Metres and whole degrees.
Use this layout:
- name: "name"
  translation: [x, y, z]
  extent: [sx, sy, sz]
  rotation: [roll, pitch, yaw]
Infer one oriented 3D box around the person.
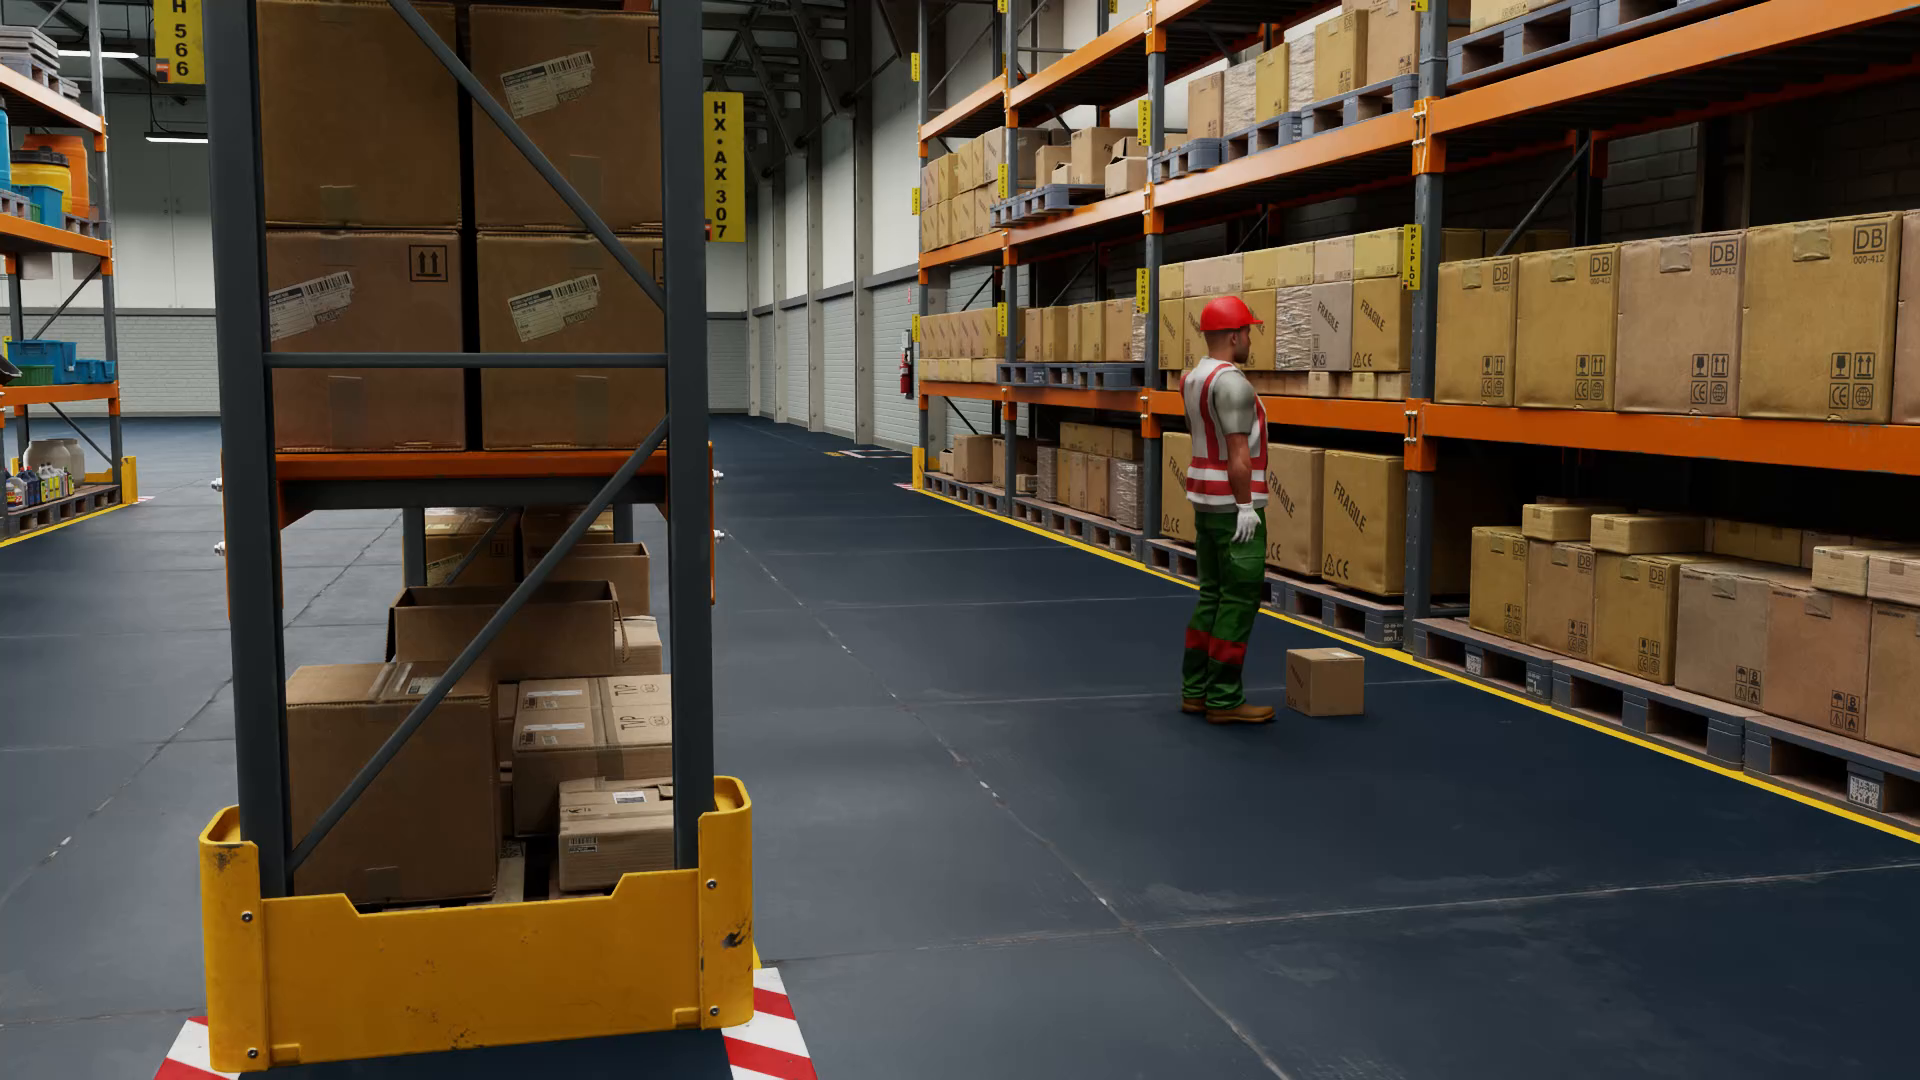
- name: "person"
  translation: [1.134, -0.126, 7.056]
  extent: [0.346, 1.799, 0.525]
  rotation: [-1, 6, -12]
